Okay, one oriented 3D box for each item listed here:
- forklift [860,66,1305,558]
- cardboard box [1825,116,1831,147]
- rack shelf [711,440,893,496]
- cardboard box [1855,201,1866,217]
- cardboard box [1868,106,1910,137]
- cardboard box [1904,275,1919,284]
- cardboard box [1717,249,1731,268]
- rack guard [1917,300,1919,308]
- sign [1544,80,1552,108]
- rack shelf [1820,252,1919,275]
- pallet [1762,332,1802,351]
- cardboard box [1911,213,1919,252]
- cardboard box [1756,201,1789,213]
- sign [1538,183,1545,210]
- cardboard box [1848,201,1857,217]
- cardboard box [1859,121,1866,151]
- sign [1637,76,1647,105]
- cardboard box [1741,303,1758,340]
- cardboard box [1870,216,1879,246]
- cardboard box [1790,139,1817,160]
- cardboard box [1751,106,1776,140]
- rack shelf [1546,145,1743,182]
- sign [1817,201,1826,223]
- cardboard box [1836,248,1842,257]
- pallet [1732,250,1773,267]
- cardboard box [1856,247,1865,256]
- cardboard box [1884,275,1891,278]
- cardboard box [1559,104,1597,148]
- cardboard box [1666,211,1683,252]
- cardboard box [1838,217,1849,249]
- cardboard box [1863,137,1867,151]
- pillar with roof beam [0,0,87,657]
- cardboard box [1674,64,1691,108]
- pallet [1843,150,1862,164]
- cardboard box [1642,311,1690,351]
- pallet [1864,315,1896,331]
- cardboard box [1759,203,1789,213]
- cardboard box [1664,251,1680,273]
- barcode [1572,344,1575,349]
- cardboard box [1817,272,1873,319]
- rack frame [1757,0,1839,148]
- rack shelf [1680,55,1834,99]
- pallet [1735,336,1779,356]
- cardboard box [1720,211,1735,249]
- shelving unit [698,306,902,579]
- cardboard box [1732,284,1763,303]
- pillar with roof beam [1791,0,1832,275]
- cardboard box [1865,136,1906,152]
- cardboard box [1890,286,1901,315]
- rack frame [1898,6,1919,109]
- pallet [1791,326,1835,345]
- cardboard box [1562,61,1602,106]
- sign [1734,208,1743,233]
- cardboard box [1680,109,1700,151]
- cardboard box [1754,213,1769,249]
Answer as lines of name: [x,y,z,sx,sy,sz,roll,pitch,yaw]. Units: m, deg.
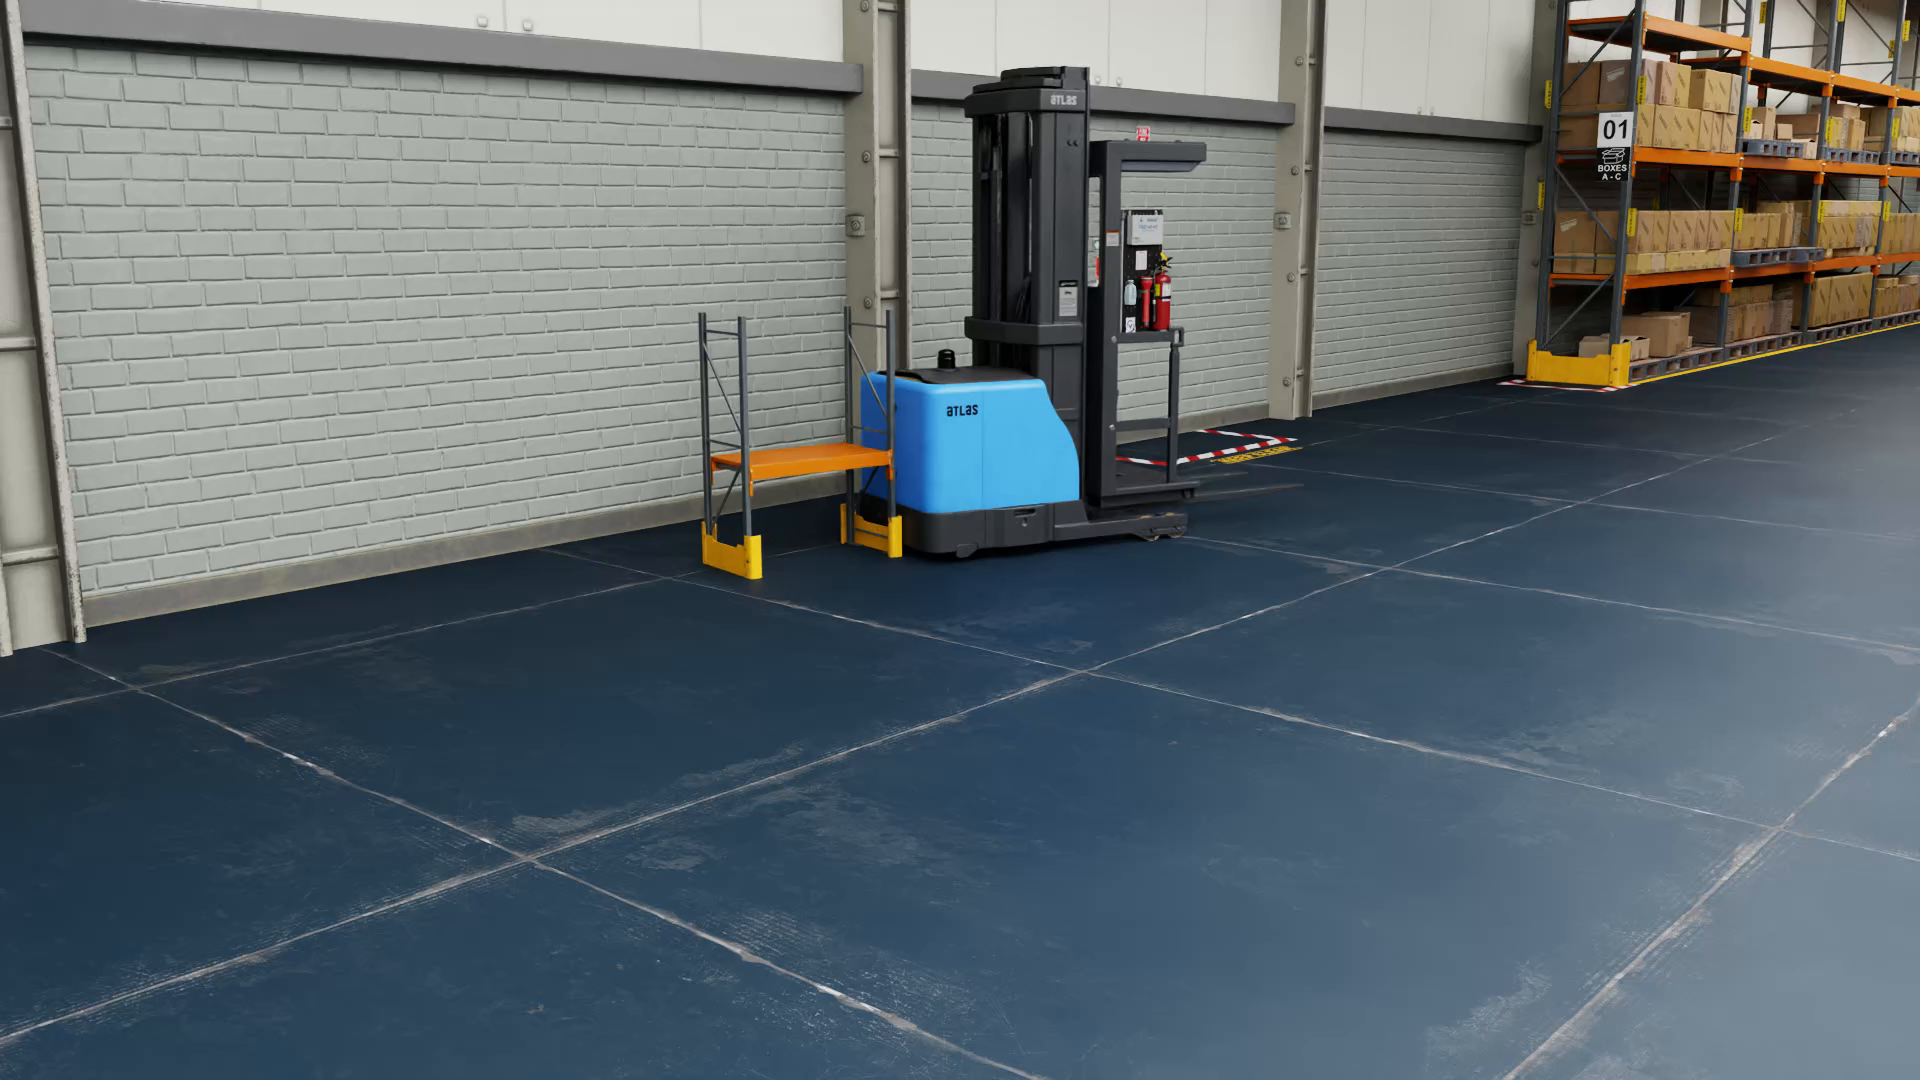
forklift: [0.894,-1.513,10.803,3.031,2.935,1.130,-6,13,-28]
cardboard box: [13.381,-6.473,26.423,0.700,0.500,0.500,9,14,37]
rack shelf: [-0.960,-0.439,10.001,1.000,0.185,0.538,-9,14,-37]
cardboard box: [14.636,-5.484,27.527,0.500,0.250,0.500,10,15,41]
cardboard box: [16.115,-7.251,28.838,0.500,0.500,0.500,10,15,40]
cardboard box: [17.740,-4.890,31.191,0.380,0.149,0.250,10,15,40]
cardboard box: [10.068,-3.812,22.472,0.500,0.250,0.500,10,15,40]
rack guard: [18.090,-4.528,32.107,1.175,0.500,0.348,10,15,40]
sign: [7.109,-5.376,20.052,0.100,0.325,0.005,10,15,40]
rack shelf: [16.754,-5.103,30.441,1.077,0.370,4.000,10,15,40]
pallet: [12.277,-3.091,25.650,1.003,0.211,1.213,10,15,40]
cardboard box: [17.273,-5.713,30.889,0.980,0.700,0.700,10,15,40]
cardboard box: [12.898,-5.246,26.339,0.500,0.250,0.500,10,15,42]
sign: [7.109,-4.194,20.288,0.100,0.325,0.005,10,15,40]
cardboard box: [14.300,-5.409,27.152,0.500,0.250,0.500,9,15,39]
cardboard box: [14.770,-6.782,27.974,0.700,0.500,0.500,9,14,37]
sign: [7.920,-5.226,19.328,0.100,0.325,0.005,10,15,40]
cardboard box: [11.297,-3.238,24.522,0.700,0.500,0.500,10,15,41]
cardboard box: [15.319,-5.266,28.354,0.500,0.500,0.500,9,15,39]
cardboard box: [12.521,-5.870,24.959,0.500,0.311,0.500,10,15,40]
cardboard box: [11.388,-5.962,23.919,0.500,0.500,0.500,9,14,38]
rack shelf: [8.833,-4.809,21.308,1.077,0.370,4.000,10,15,40]
sign: [13.207,-5.034,25.501,0.100,0.325,0.005,10,15,40]
cardboard box: [14.189,-4.706,27.203,0.380,0.149,0.250,10,15,41]
pallet: [10.767,-3.985,23.492,1.003,0.211,1.213,10,15,40]
cardboard box: [14.939,-4.843,27.892,0.380,0.149,0.250,10,15,40]
cardboard box: [17.286,-4.902,31.252,0.380,0.149,0.250,10,15,40]
cardboard box: [7.598,-5.020,20.224,0.500,0.500,0.500,-11,16,-43]
cardboard box: [8.733,-3.879,20.889,0.500,0.500,0.500,9,14,39]
cardboard box: [13.987,-4.965,26.847,0.500,0.500,0.500,10,15,40]
cardboard box: [15.709,-6.945,29.223,0.500,0.250,0.500,10,15,41]
pillar with roof beam: [-1.323,-3.348,4.500,9.100,9.000,0.400,10,15,40]
cardboard box: [8.648,-5.586,20.503,0.500,0.500,0.500,10,15,42]
pallet: [13.915,-6.218,27.010,1.003,0.211,1.213,11,16,43]
cardboard box: [9.498,-2.817,22.416,0.500,0.500,0.500,8,14,36]
pallet: [15.995,-3.896,29.680,1.003,0.211,1.213,10,15,40]
cardboard box: [12.387,-5.052,25.315,0.380,0.149,0.250,7,13,31]
cardboard box: [8.746,-3.516,20.988,0.500,0.250,0.500,9,15,39]
barcode: [7.748,-2.443,21.001,0.001,0.075,0.075,10,15,40]
cardboard box: [15.102,-4.201,28.504,0.750,0.750,0.750,10,15,41]
rack frame: [12.793,-7.515,25.364,1.000,3.000,0.127,10,15,40]
rack shelf: [11.473,-6.672,24.000,1.077,0.370,4.000,10,15,40]
pallet: [11.471,-2.913,24.755,1.003,0.211,1.213,10,15,40]
cardboard box: [10.073,-4.179,22.396,0.500,0.500,0.500,10,15,40]
shelving unit: [-0.953,-0.617,9.971,1.083,1.500,0.587,-9,14,-37]
cardboard box: [11.598,-3.666,24.754,0.500,0.250,0.500,10,15,40]
pillar with roof beam: [18.480,-7.762,26.599,9.100,9.000,0.400,10,15,40]
cardboard box: [16.088,-6.882,28.906,0.500,0.250,0.500,10,15,40]
cardboard box: [16.679,-4.388,30.330,0.700,0.500,0.500,10,15,42]
rack frame: [18.074,-8.692,31.257,1.000,3.000,0.127,10,15,40]
pallet: [13.371,-3.312,26.756,1.003,0.211,1.213,10,15,40]
cardboard box: [7.601,-5.514,20.142,0.500,0.500,0.500,11,15,43]
sign: [10.566,-4.341,22.574,0.100,0.325,0.005,10,15,40]
cardboard box: [8.980,-5.176,21.003,0.500,0.500,0.500,11,16,44]
cardboard box: [11.300,-4.502,24.217,0.500,0.500,0.700,-10,15,-40]
